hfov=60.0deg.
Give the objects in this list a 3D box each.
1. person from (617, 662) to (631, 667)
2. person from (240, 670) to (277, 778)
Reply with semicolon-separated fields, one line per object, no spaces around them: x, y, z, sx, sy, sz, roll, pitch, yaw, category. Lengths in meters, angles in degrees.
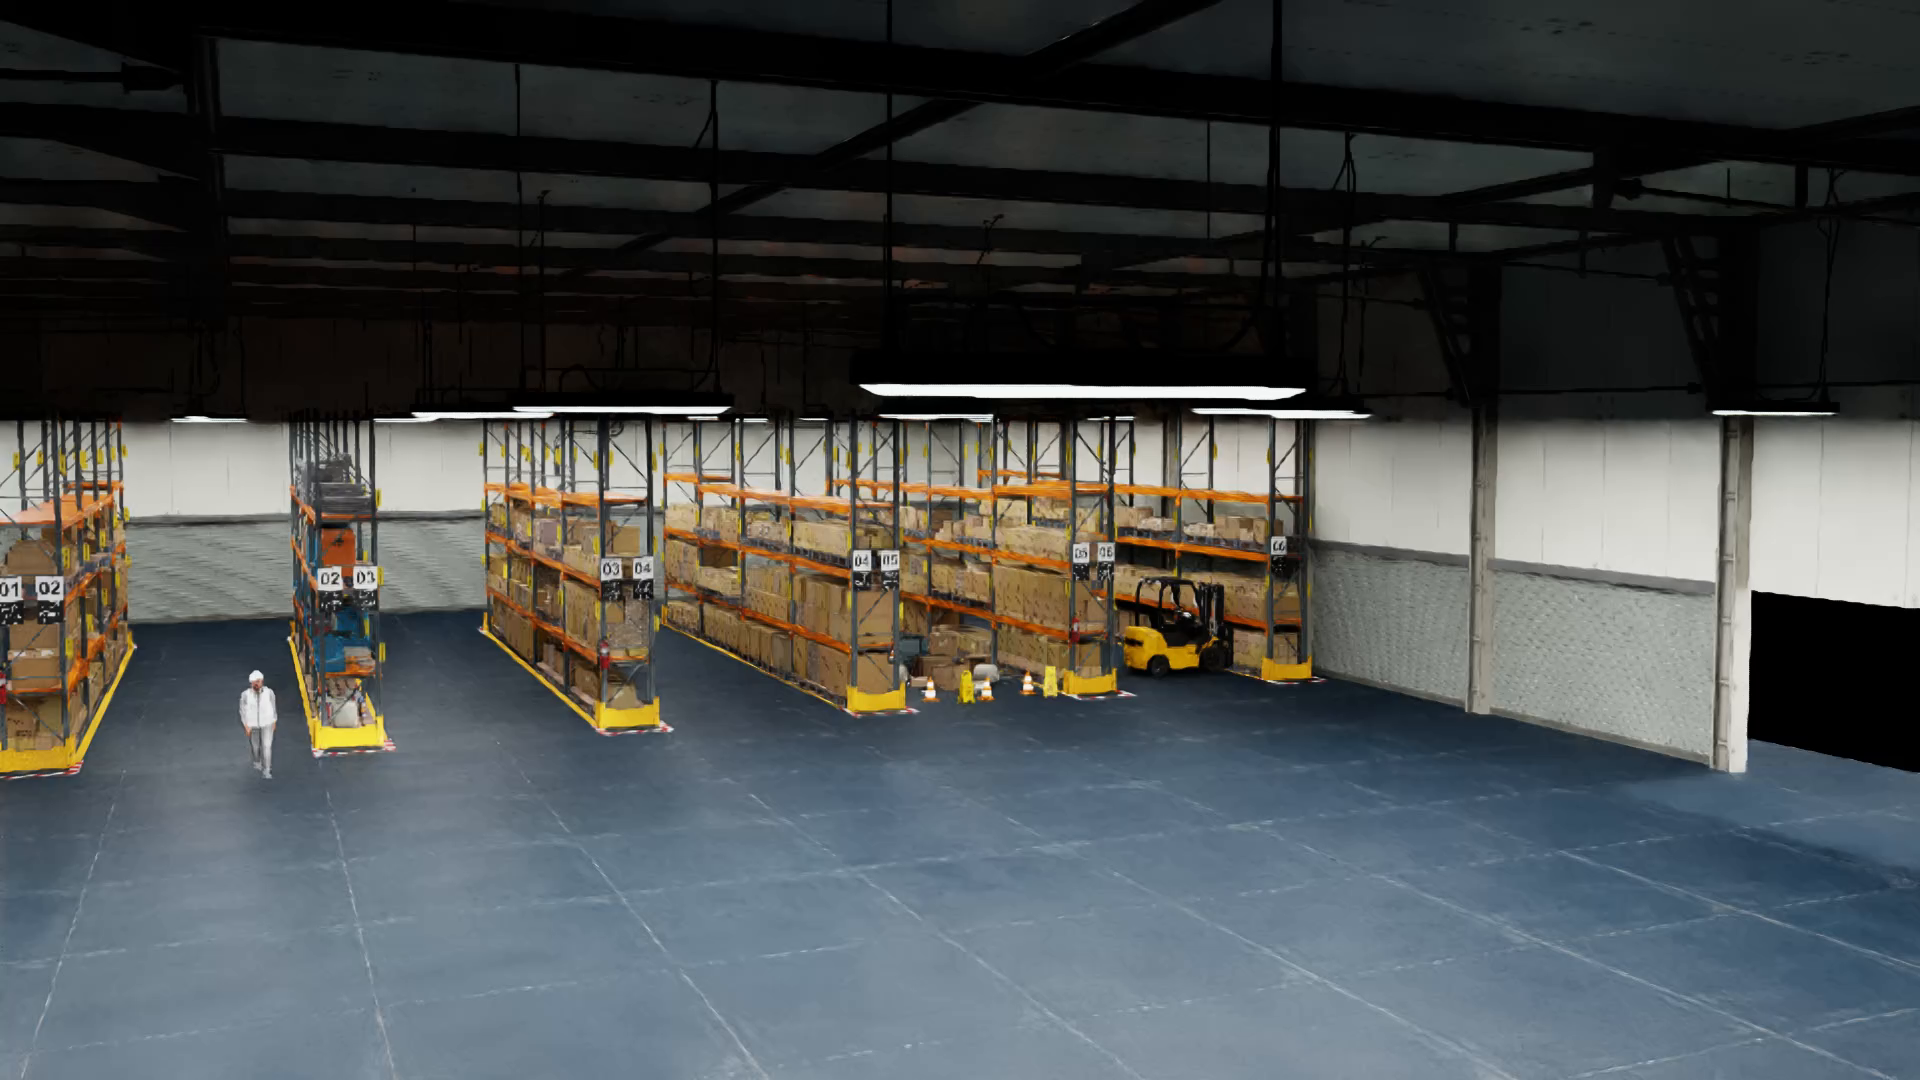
-7.979;2.077;39.250;0.430;1.776;0.674;-3;5;-37;person
-11.362;2.963;26.924;0.540;1.723;1.040;-1;4;-18;person
